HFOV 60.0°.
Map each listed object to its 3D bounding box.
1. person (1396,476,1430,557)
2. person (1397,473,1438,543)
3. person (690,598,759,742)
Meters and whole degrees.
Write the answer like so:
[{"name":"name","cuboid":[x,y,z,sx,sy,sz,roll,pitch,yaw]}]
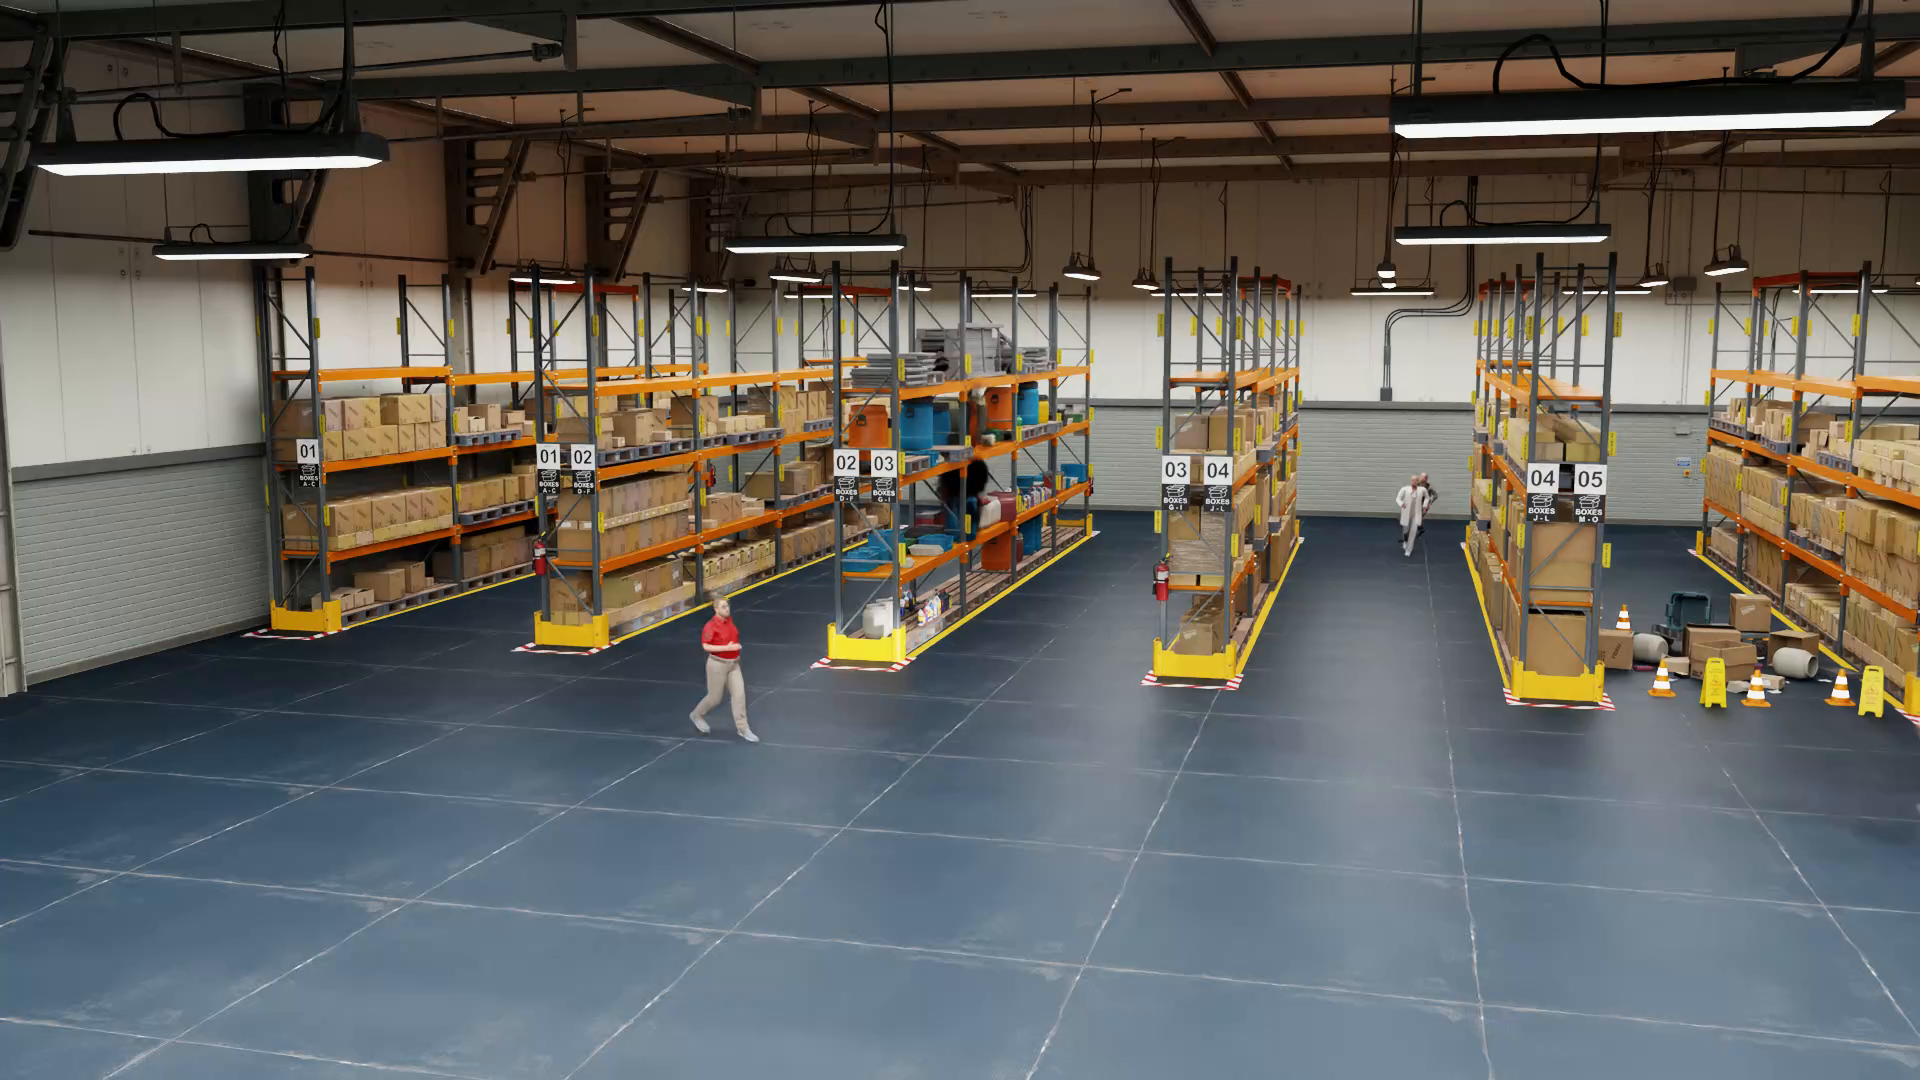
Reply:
[{"name":"person","cuboid":[10.047,-0.560,36.916,0.725,1.753,1.020,2,7,15]},{"name":"person","cuboid":[10.809,-0.764,38.997,0.958,1.656,0.722,-5,9,-37]},{"name":"person","cuboid":[-2.891,1.567,20.263,0.966,1.740,0.659,5,9,34]}]
